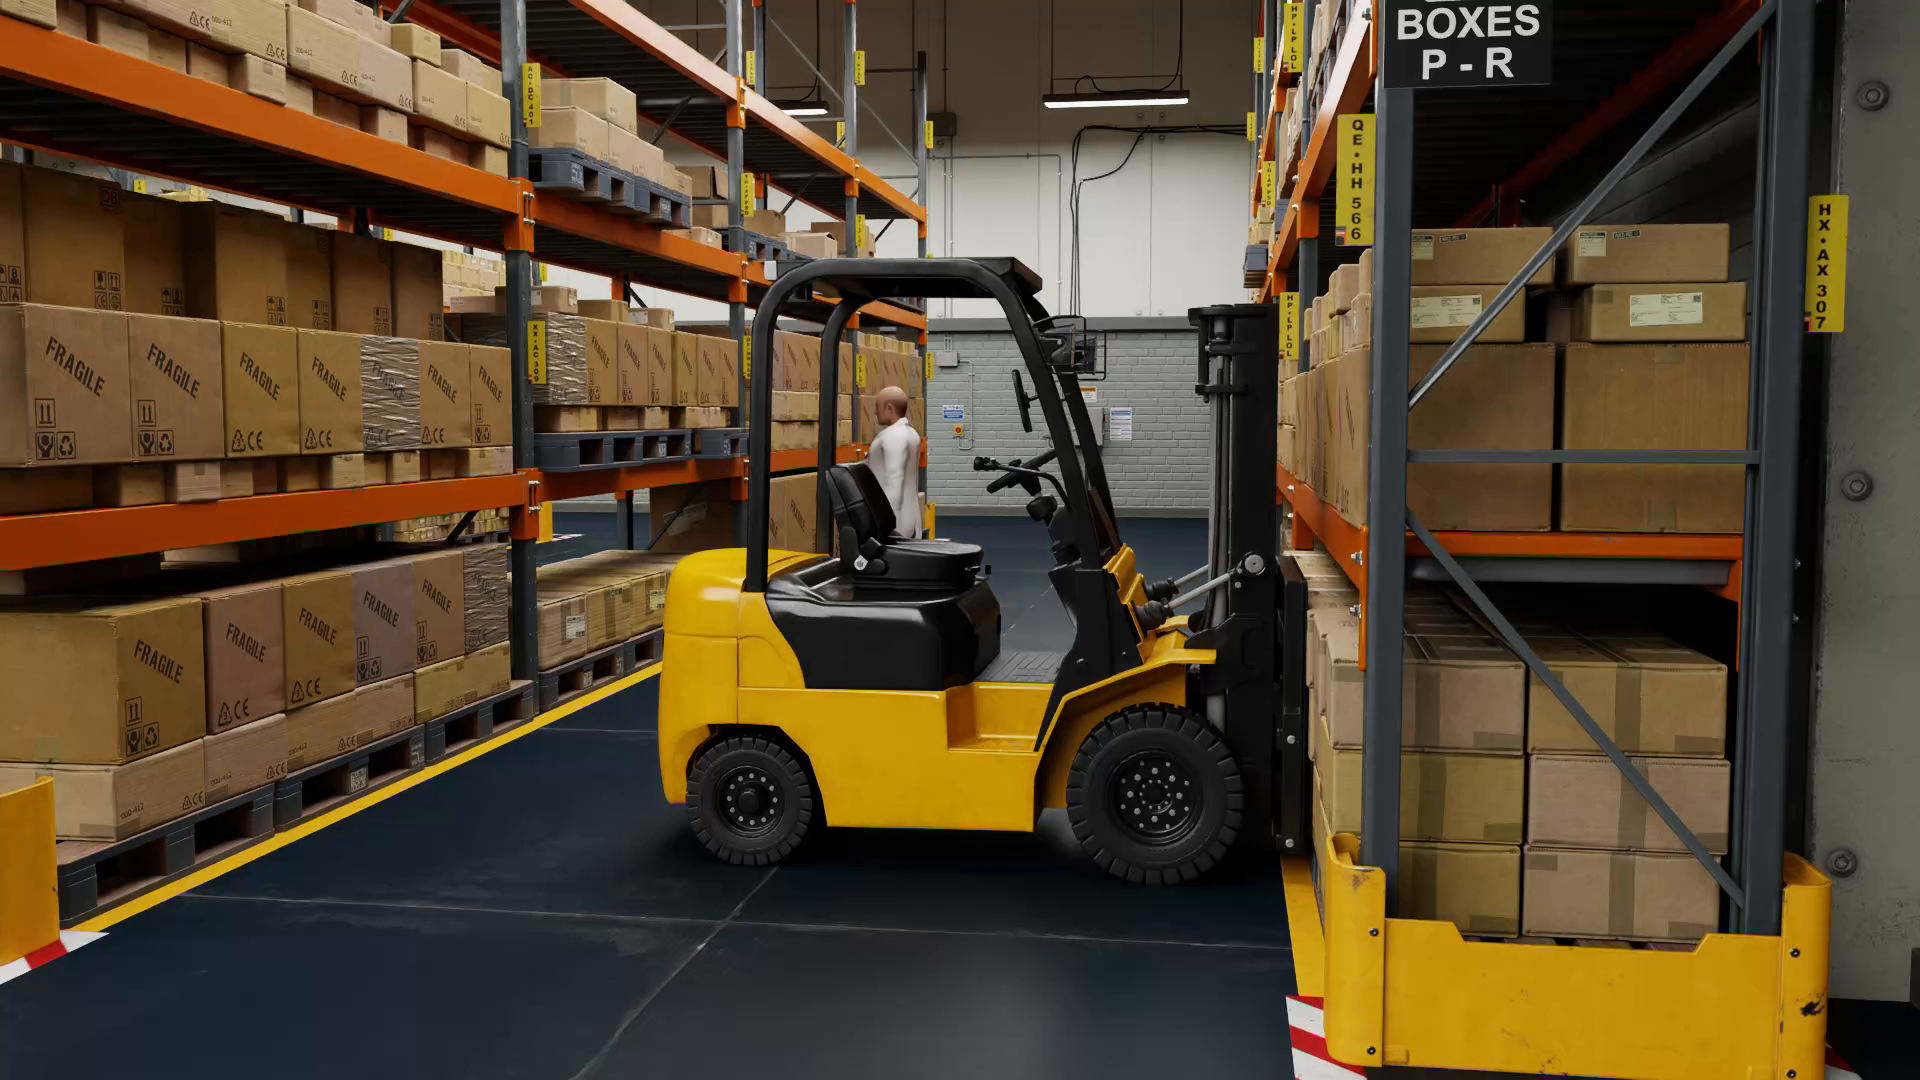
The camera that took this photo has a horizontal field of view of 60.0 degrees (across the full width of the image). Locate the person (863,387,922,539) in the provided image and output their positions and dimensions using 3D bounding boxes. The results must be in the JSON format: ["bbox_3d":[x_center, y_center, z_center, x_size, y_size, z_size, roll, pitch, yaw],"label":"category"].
[{"bbox_3d":[-0.520,-0.114,10.810,0.611,1.758,0.635,1,5,16],"label":"person"}]
